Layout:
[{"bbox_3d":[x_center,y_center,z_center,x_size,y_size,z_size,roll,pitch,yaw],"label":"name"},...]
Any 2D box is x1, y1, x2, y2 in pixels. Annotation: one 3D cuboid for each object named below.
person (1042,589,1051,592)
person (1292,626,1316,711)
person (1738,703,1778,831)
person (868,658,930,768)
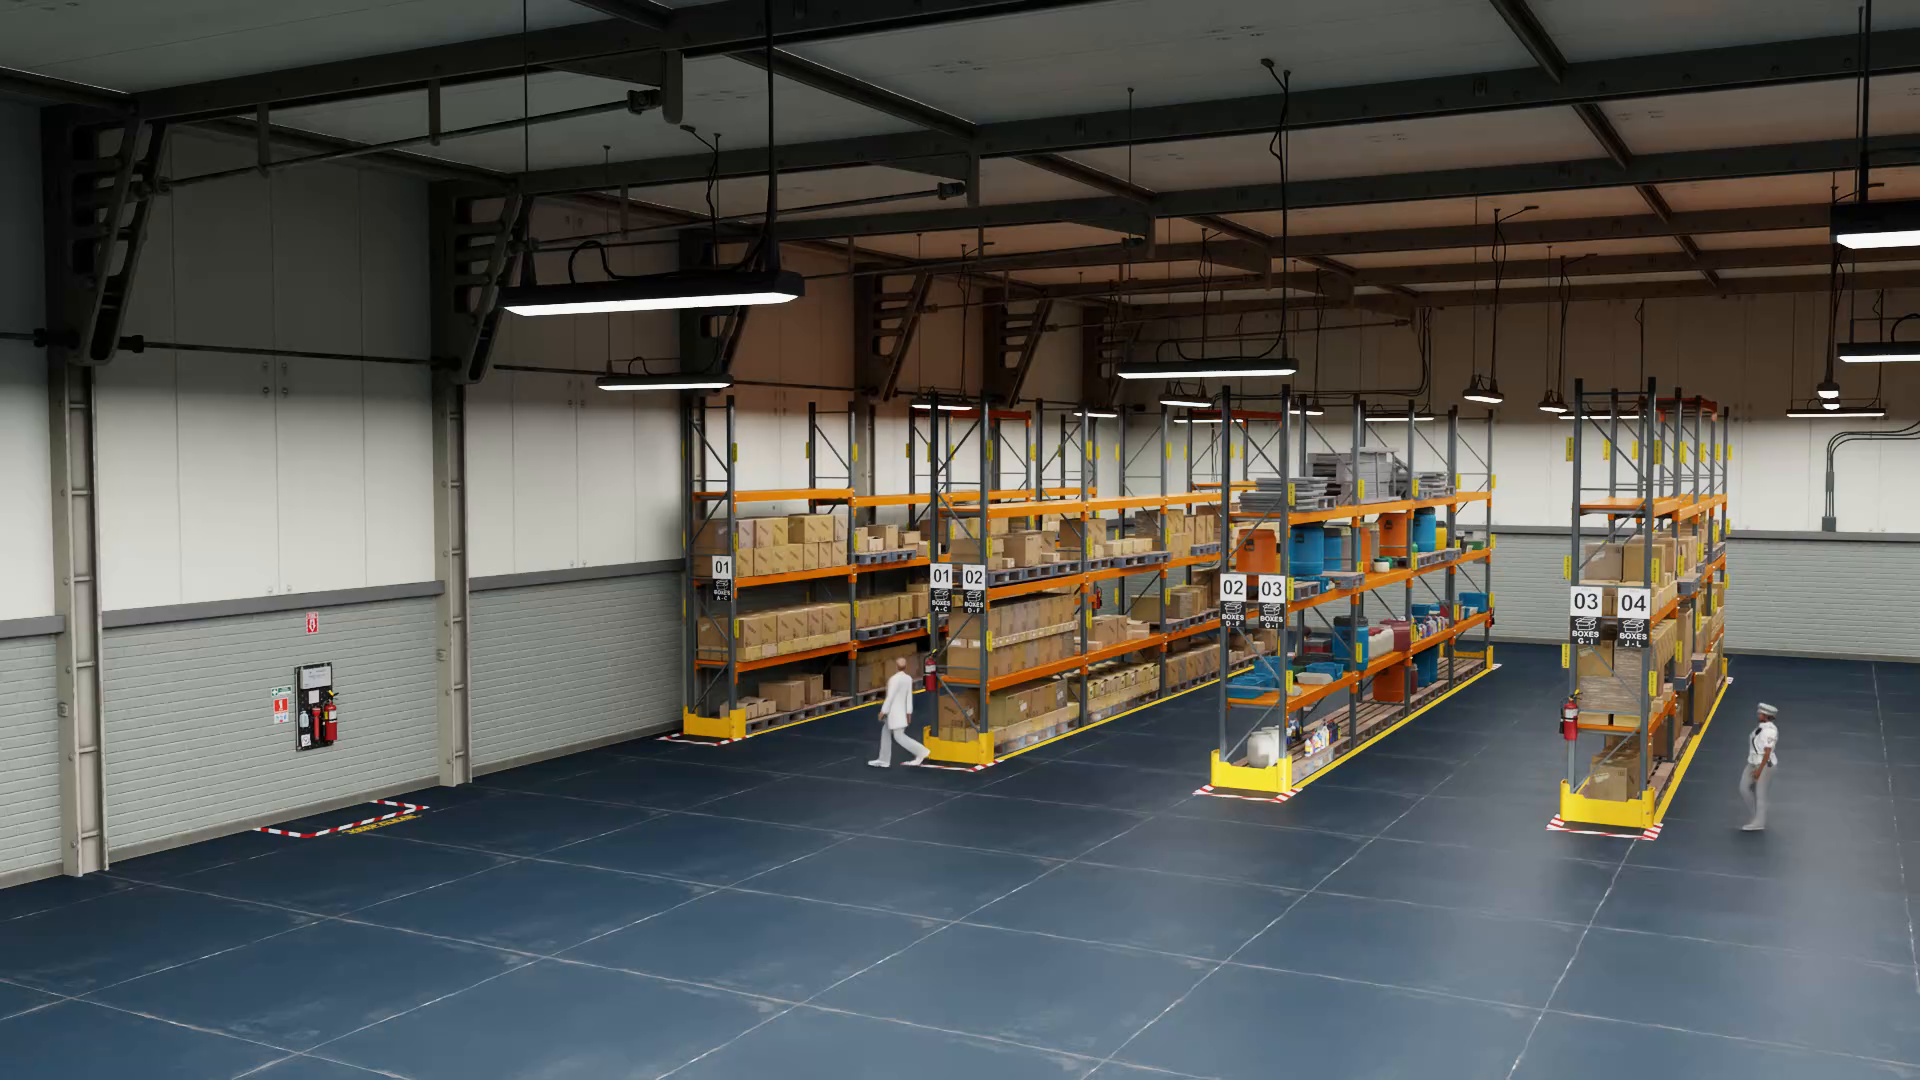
[{"bbox_3d":[1.882,1.881,37.326,0.625,1.706,0.568,2,3,29],"label":"person"},{"bbox_3d":[6.546,2.470,32.196,0.599,1.613,0.973,-2,4,-38],"label":"person"},{"bbox_3d":[10.597,3.019,22.071,0.450,1.719,0.489,0,3,-6],"label":"person"},{"bbox_3d":[-0.994,2.742,26.330,0.943,1.747,0.518,0,3,0],"label":"person"}]
